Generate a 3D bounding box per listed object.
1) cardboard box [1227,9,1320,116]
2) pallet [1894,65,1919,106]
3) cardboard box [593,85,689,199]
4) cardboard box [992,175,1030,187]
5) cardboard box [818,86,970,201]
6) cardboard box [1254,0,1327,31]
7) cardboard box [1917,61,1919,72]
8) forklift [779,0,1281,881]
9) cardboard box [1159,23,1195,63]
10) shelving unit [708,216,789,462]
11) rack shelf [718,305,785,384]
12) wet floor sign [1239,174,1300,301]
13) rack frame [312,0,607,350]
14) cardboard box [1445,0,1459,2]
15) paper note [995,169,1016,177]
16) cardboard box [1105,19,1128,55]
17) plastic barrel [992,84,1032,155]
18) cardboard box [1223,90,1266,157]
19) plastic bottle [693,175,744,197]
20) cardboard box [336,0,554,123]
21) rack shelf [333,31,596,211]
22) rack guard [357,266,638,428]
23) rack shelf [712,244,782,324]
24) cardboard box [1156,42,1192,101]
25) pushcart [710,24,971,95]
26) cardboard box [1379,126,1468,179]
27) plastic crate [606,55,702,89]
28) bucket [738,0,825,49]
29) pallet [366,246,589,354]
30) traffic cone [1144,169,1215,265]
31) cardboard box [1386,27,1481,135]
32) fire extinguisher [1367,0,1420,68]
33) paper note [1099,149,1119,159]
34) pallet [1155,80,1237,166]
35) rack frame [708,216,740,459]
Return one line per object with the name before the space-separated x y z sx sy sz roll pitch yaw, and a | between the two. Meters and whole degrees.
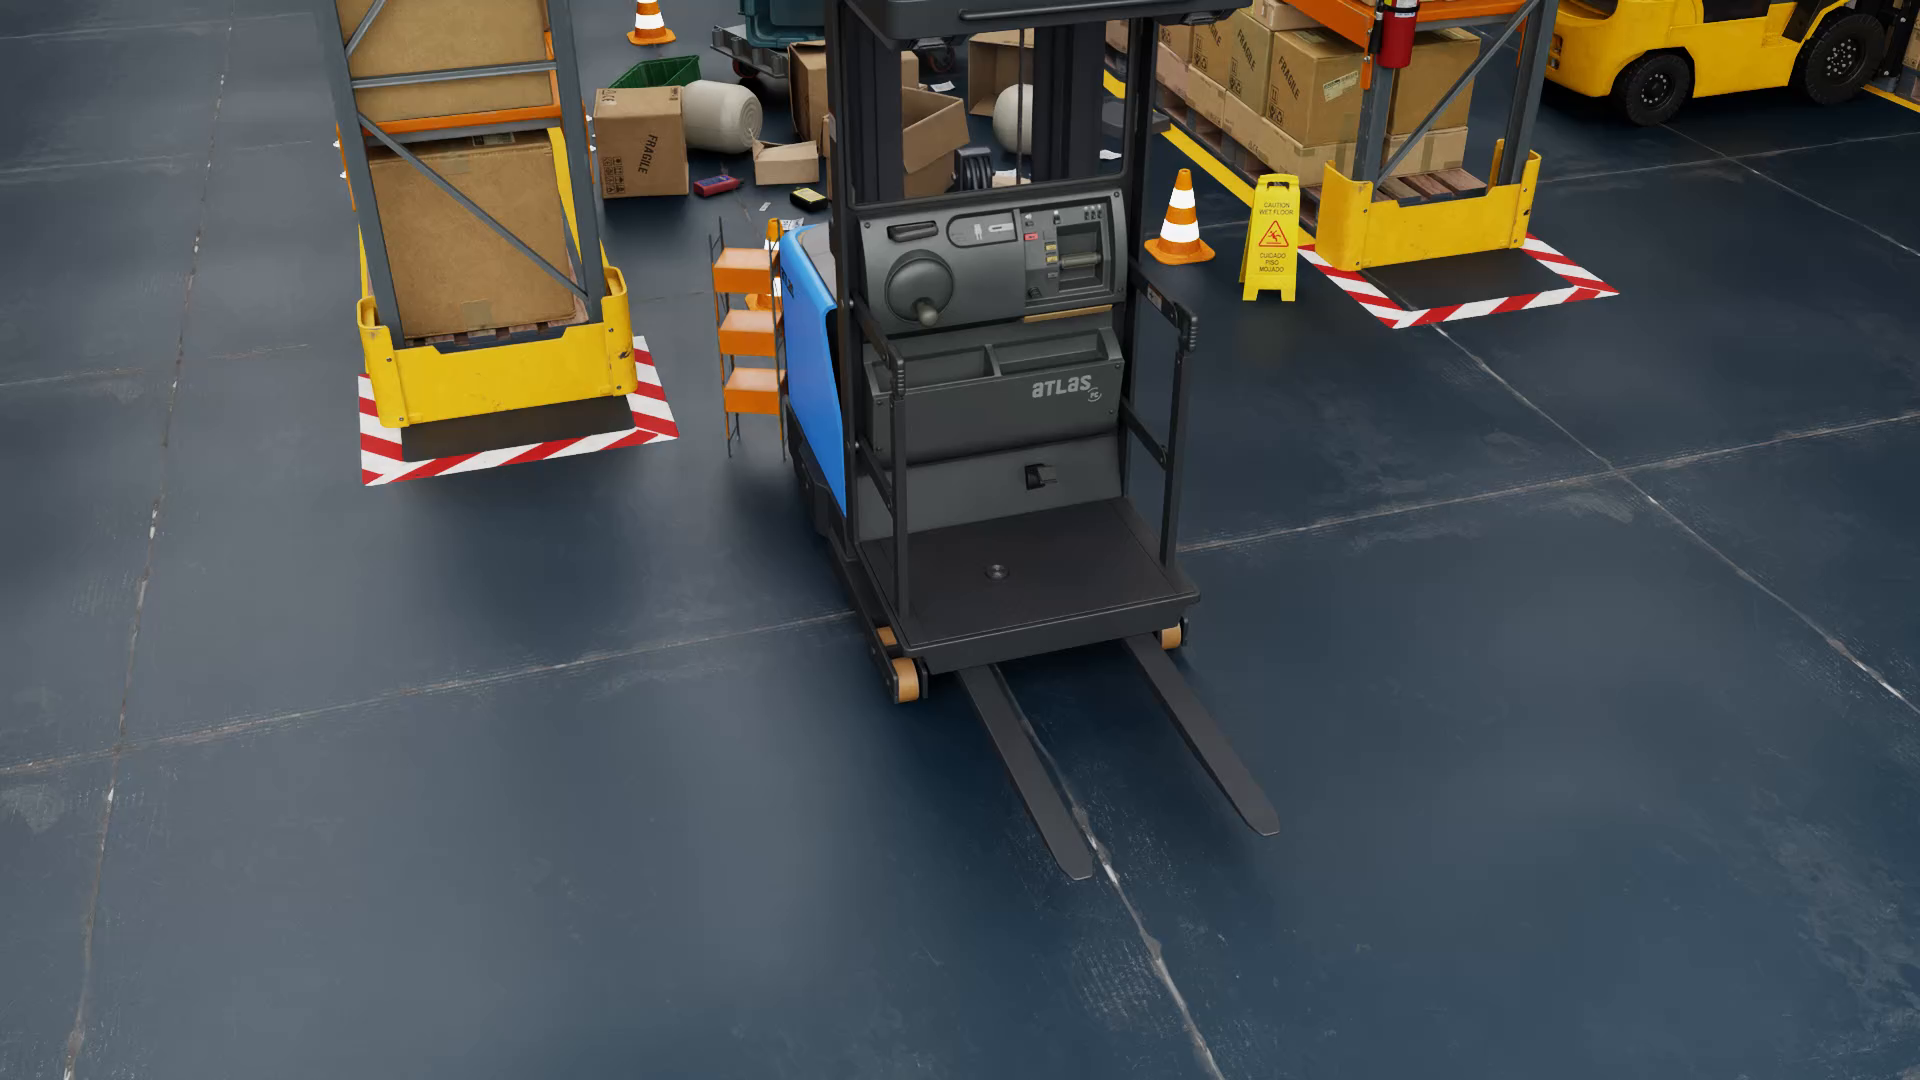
cardboard box | 1.912 -2.825 9.738 0.500 0.500 0.500 -9 34 -13
pallet | 7.020 -2.902 10.950 1.003 0.211 1.213 -10 35 -15
cardboard box | -1.886 -2.364 9.873 0.500 0.500 0.500 -4 34 -6
cardboard box | 0.244 -1.993 9.631 0.380 0.149 0.250 7 34 10
cardboard box | -0.380 -2.289 9.758 0.637 0.503 0.797 19 38 26
cardboard box | 1.898 -3.004 9.420 0.380 0.149 0.250 -9 35 -13
cardboard box | 6.706 -3.155 10.917 0.500 0.250 0.500 -10 35 -15
forklift | 0.190 -0.896 5.447 1.130 2.935 3.031 -10 35 -15
cardboard box | 1.601 -3.368 10.560 0.500 0.500 0.500 -8 34 -12
shelving unit | -0.880 -0.840 7.068 0.252 1.050 0.215 3 34 5
rack shelf | -0.880 -0.831 7.074 0.240 0.259 0.215 3 34 5
wet floor sign | 1.606 -1.572 8.544 0.267 0.644 0.232 1 33 2
rack frame | -2.116 -1.949 6.978 1.000 3.000 0.127 -10 35 -15
cardboard box | 2.661 -2.943 8.710 0.380 0.149 0.250 -10 35 -15
paper note | 0.267 -2.223 10.097 0.148 0.019 0.142 1 33 2
cardboard box | 1.270 -3.607 11.601 0.500 0.250 0.500 -12 35 -17
plastic barrel | 0.495 -2.589 10.284 0.512 0.421 0.421 13 36 18
cardboard box | 1.914 -2.515 9.948 0.500 0.250 0.500 -10 35 -15
plastic bottle | -1.432 -2.117 9.898 0.283 0.061 0.133 -23 40 -31
cardboard box | -2.273 -2.198 7.220 0.875 0.550 0.550 -10 35 -15
rack shelf | -2.726 -2.699 8.766 1.077 0.370 4.000 -10 35 -15
rack guard | -2.109 -0.893 7.648 1.175 0.500 0.348 -10 35 -15
rack shelf | -0.880 -1.068 6.918 0.240 0.259 0.215 3 34 5
cardboard box | 1.608 -3.051 10.759 0.500 0.250 0.500 -10 35 -15
pushcart | -0.809 -3.431 11.599 1.648 0.377 0.936 -23 40 -31
cardboard box | 2.584 -2.332 9.672 0.500 0.250 0.500 -10 35 -15
plastic crate | -2.036 -3.029 11.111 0.450 0.188 0.662 -2 32 16
bucket | -1.099 -3.633 11.118 0.726 0.611 0.620 1 23 2
pallet | -2.435 -1.192 8.362 1.003 0.211 1.213 -10 35 -15
traffic cone | 1.207 -1.785 9.031 0.336 0.463 0.334 -10 35 -15
cardboard box | 2.577 -2.657 9.484 0.500 0.500 0.500 -11 35 -16
fire extinguisher | 2.163 -2.664 8.131 0.296 0.674 0.183 -10 35 -15
paper note | 0.904 -2.408 10.366 0.142 0.019 0.148 -23 40 -31
pallet | 1.961 -2.783 10.769 1.003 0.211 1.213 -10 35 -15
rack frame | -1.001 -0.847 7.080 0.008 1.050 0.200 3 34 5
